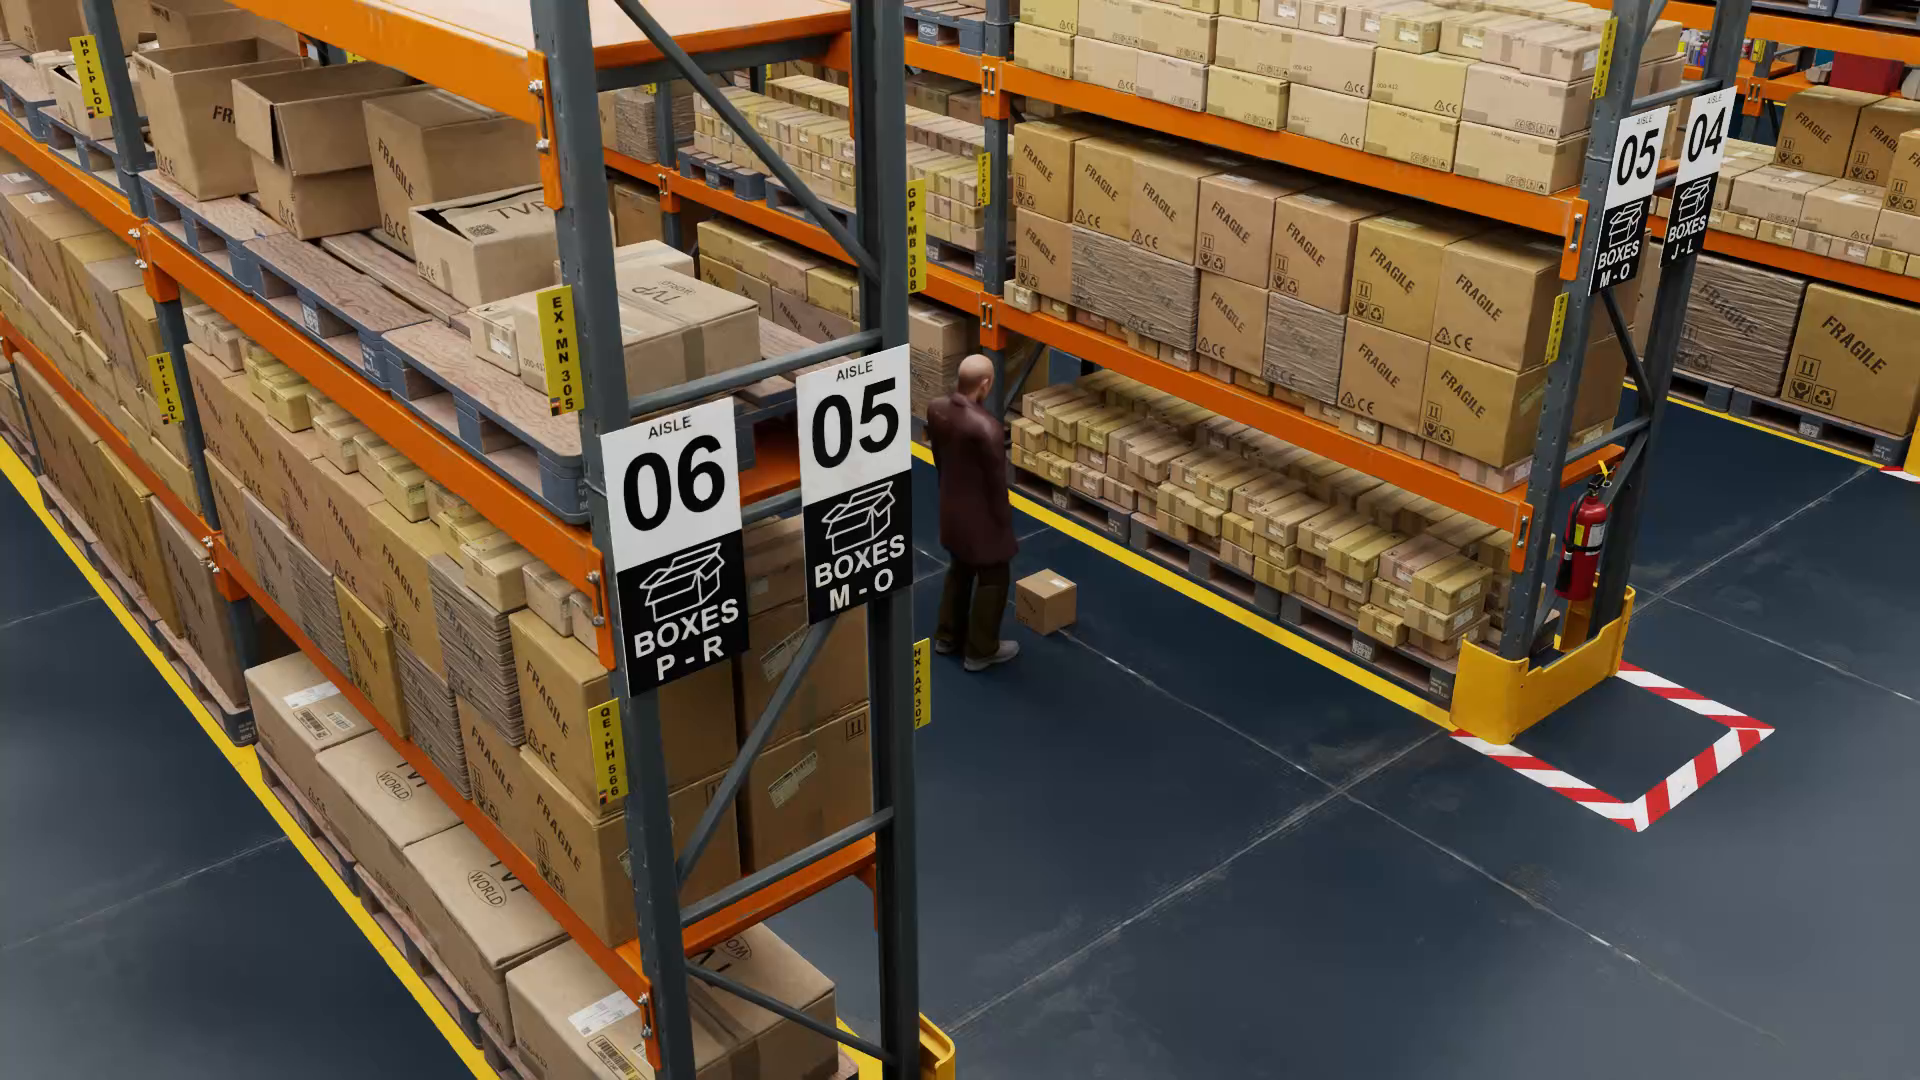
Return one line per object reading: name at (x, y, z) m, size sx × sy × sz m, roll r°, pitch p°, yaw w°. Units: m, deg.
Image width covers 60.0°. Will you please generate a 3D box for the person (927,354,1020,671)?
person at (0.073, -0.162, 8.967) m, size 0.383 × 1.765 × 0.567 m, roll -21°, pitch 34°, yaw -34°
